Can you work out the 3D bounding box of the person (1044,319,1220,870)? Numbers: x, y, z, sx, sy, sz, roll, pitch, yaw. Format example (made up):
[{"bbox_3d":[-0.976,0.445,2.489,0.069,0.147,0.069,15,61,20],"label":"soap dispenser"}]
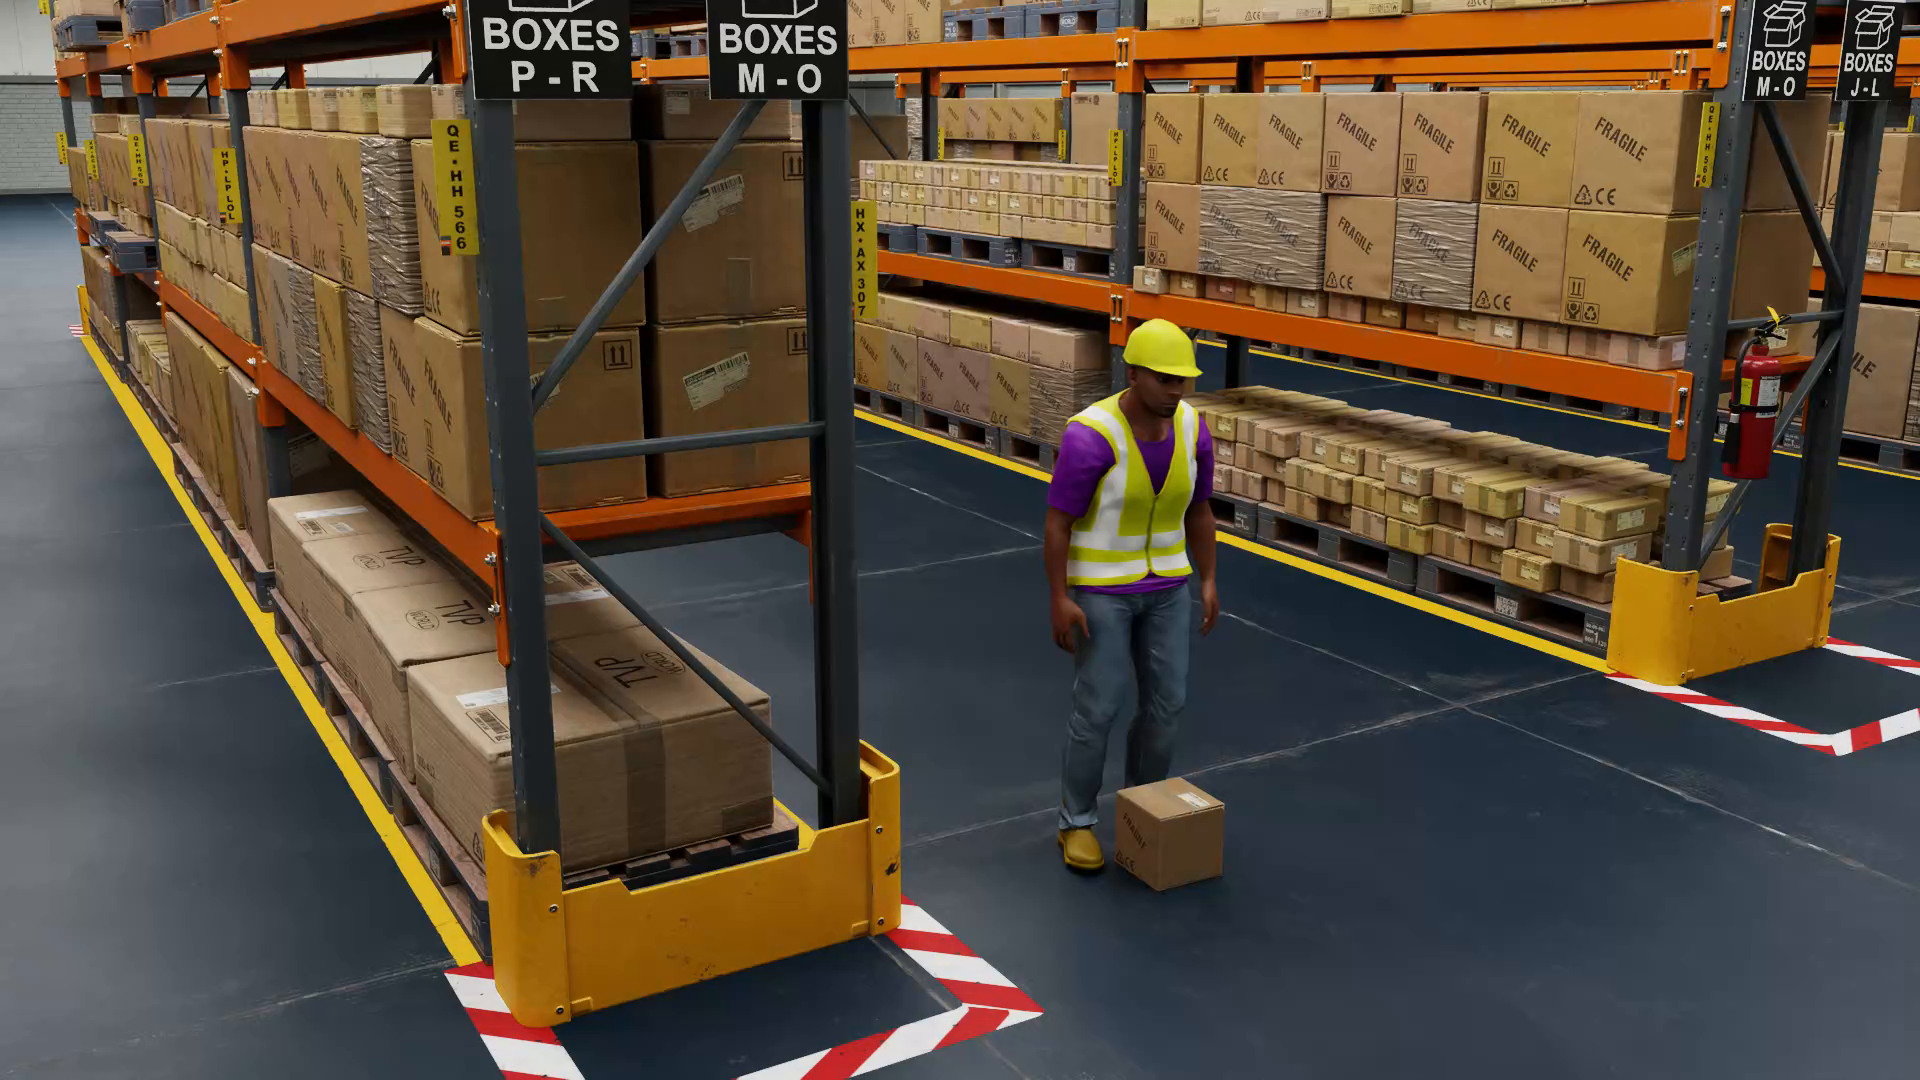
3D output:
[{"bbox_3d":[0.566,0.165,5.350,0.628,1.761,0.462,-7,16,-25],"label":"person"}]
